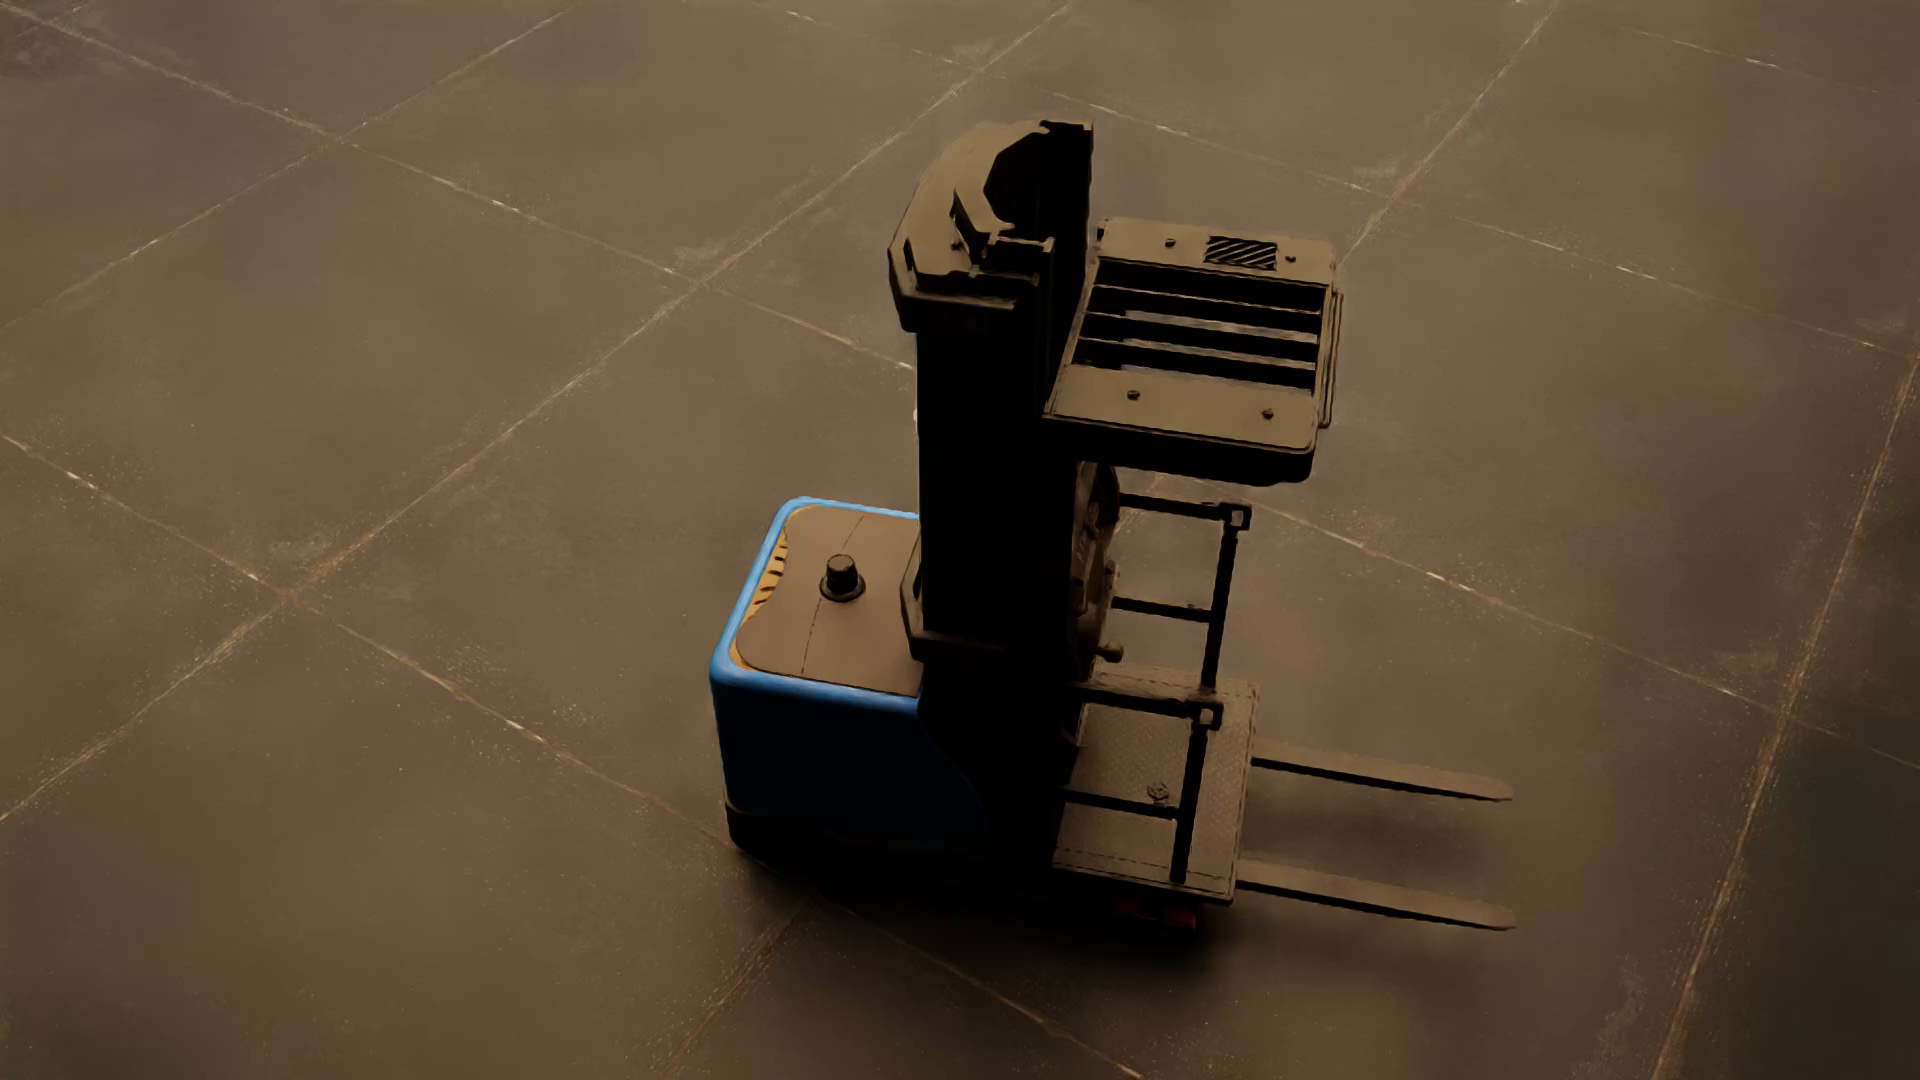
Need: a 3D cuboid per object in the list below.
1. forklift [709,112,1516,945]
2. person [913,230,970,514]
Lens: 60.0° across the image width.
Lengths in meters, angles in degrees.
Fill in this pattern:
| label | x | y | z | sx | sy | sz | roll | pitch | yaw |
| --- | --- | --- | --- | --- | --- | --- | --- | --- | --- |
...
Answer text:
| label | x | y | z | sx | sy | sz | roll | pitch | yaw |
| --- | --- | --- | --- | --- | --- | --- | --- | --- | --- |
| forklift | 0.651 | 0.077 | 5.767 | 3.031 | 2.935 | 1.130 | 9 | 44 | 9 |
| person | -0.052 | -0.678 | 7.394 | 0.534 | 1.695 | 0.586 | 24 | 48 | 23 |
